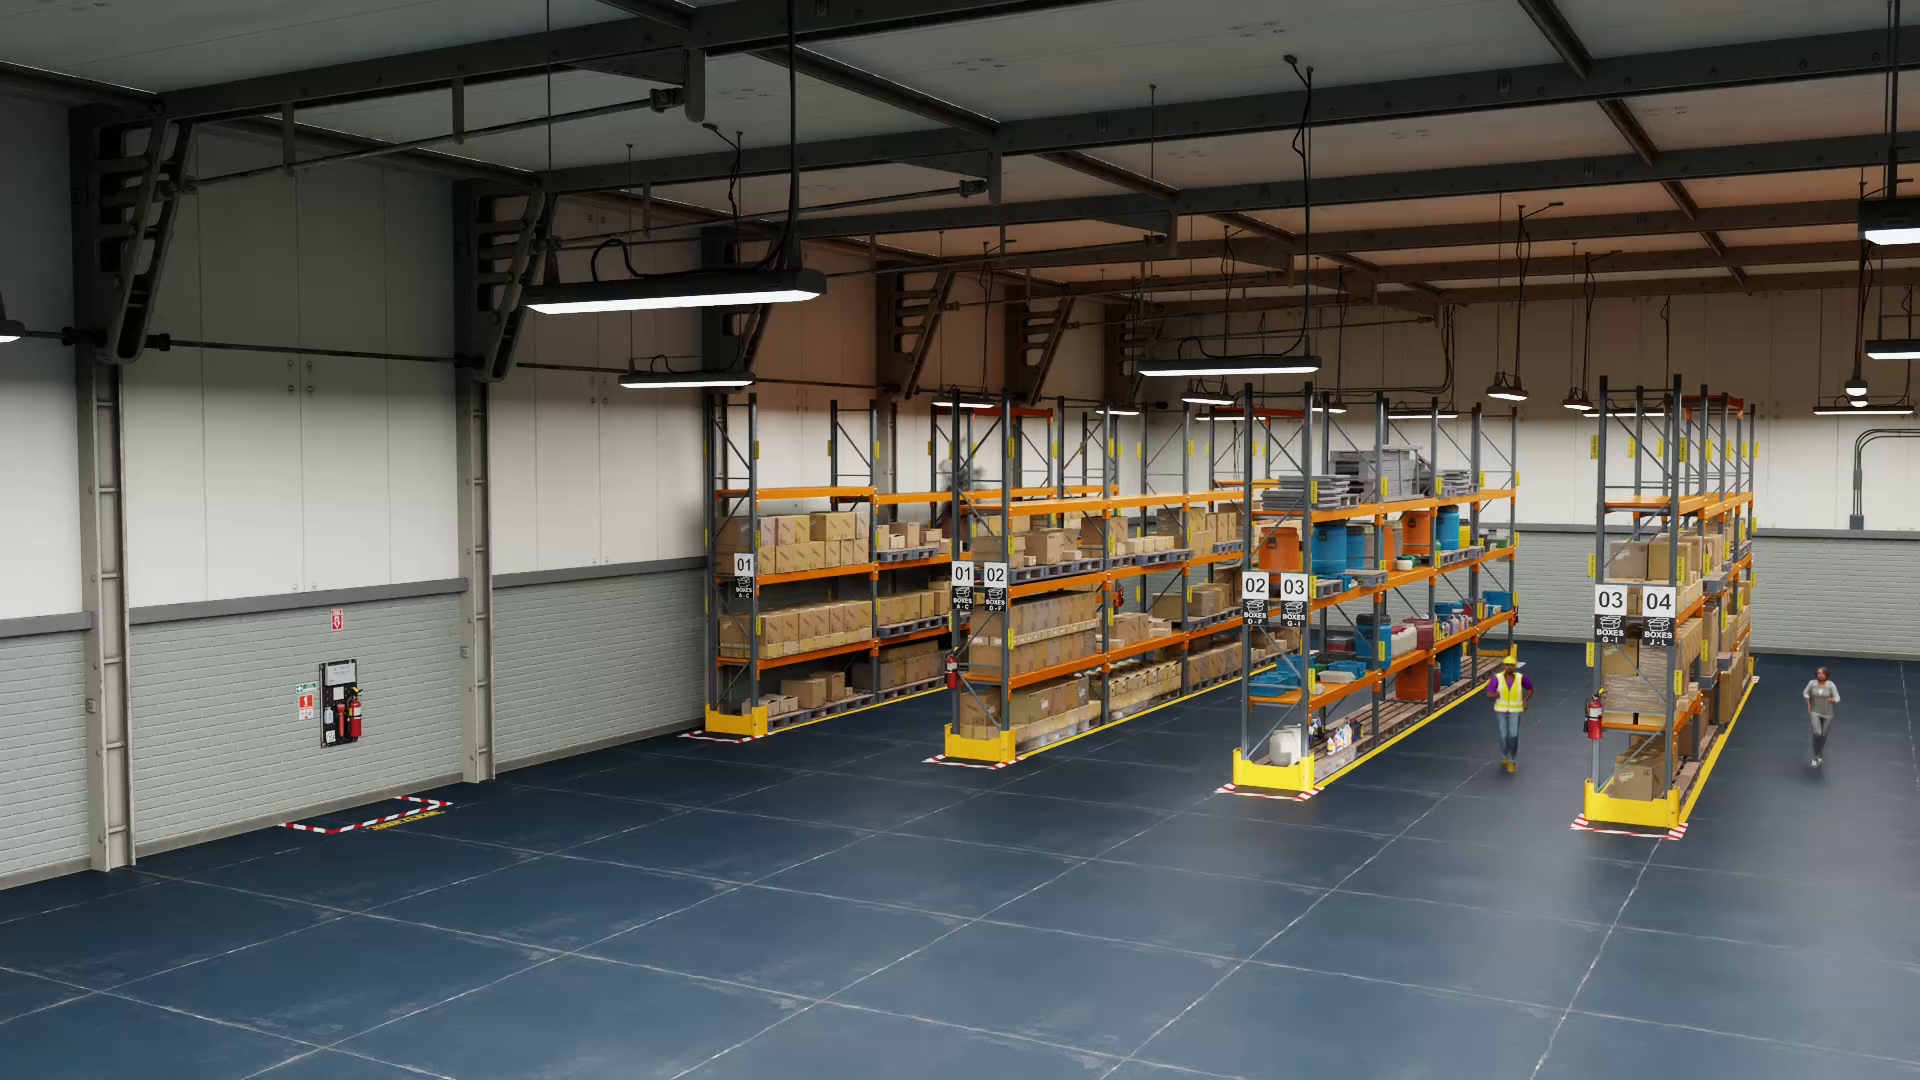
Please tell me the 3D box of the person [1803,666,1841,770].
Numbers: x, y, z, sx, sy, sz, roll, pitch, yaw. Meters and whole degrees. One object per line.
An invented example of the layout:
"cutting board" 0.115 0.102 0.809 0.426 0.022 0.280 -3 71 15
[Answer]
"person" 13.556 2.802 26.160 0.506 1.641 0.701 1 3 22

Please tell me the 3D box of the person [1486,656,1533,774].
"person" 8.579 2.720 25.992 0.687 1.817 0.719 1 3 22
